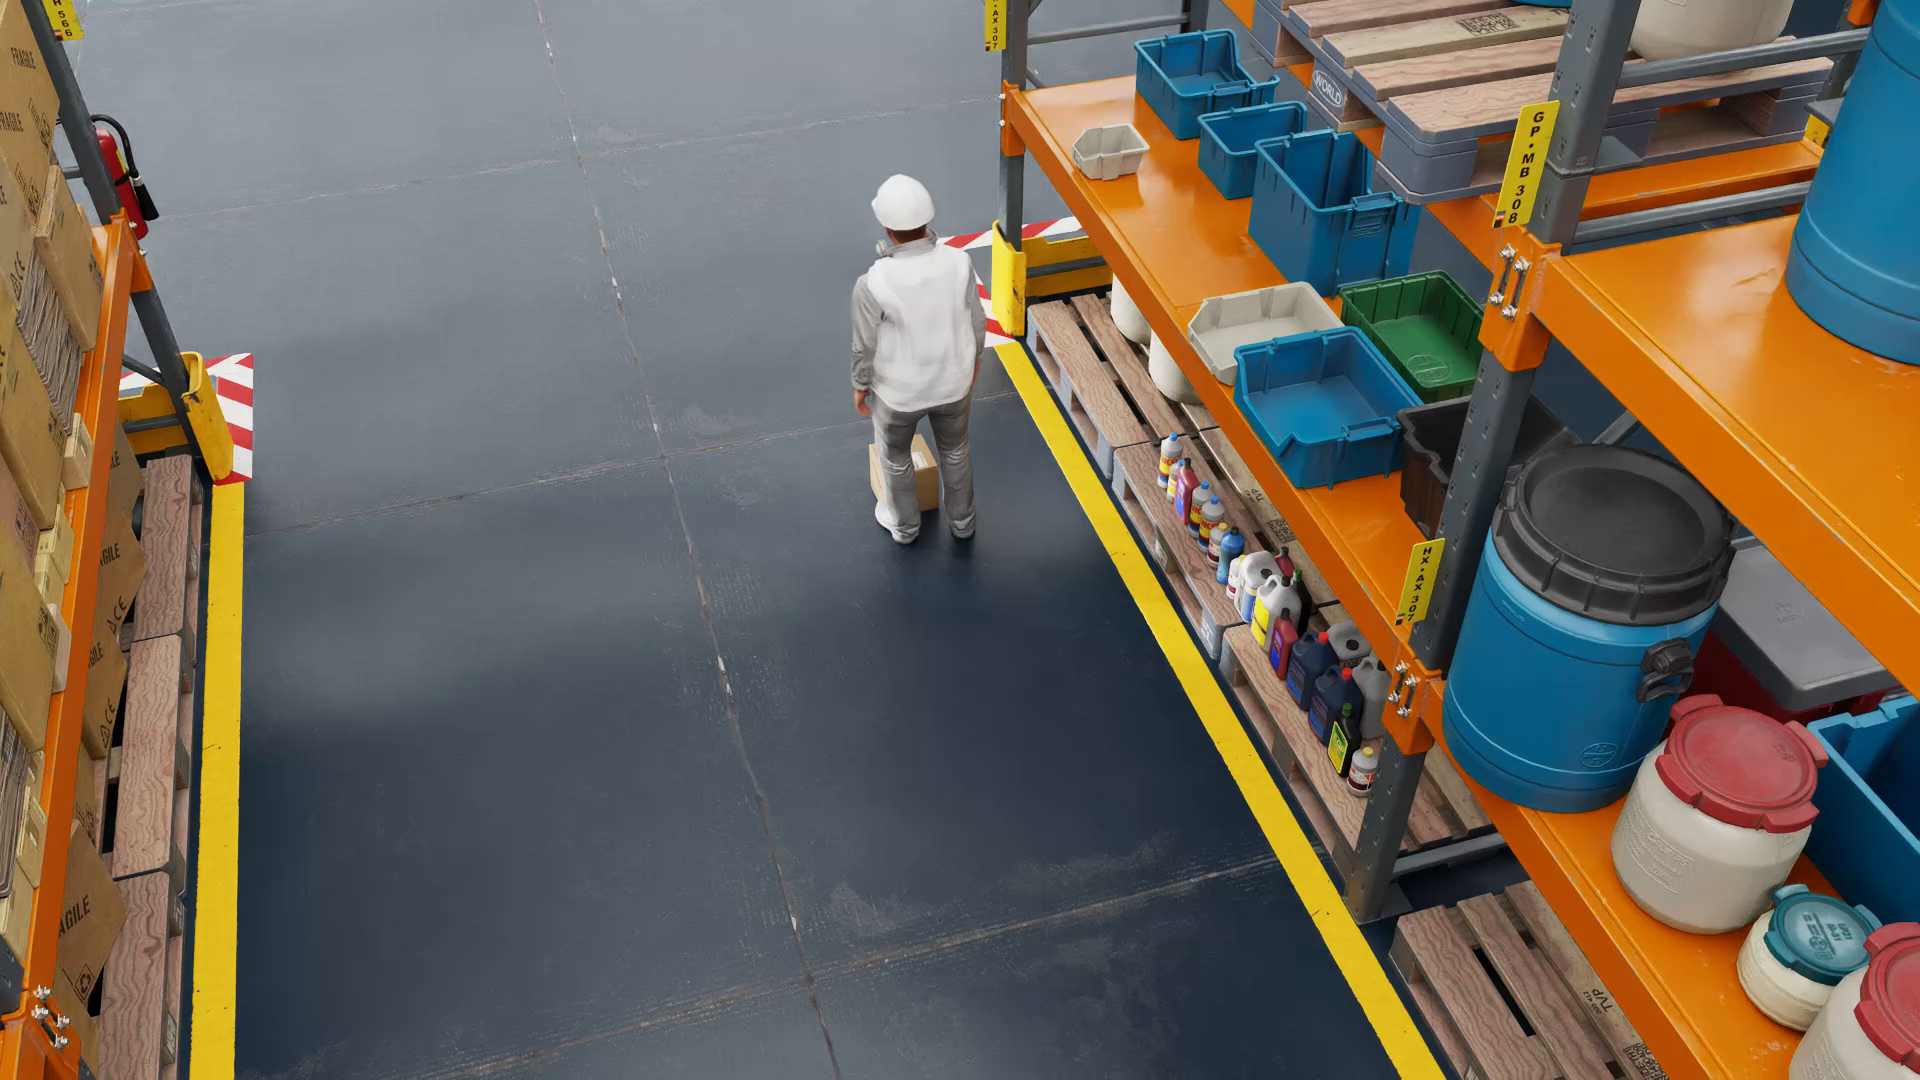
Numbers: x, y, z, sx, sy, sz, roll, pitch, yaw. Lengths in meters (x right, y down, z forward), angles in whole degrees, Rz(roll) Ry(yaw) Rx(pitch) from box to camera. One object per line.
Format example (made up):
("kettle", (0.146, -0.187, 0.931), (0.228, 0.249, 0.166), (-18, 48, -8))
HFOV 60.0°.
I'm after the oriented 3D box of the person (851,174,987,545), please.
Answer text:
("person", (-0.176, -0.692, 6.911), (0.584, 1.770, 0.476), (-14, 44, -15))
